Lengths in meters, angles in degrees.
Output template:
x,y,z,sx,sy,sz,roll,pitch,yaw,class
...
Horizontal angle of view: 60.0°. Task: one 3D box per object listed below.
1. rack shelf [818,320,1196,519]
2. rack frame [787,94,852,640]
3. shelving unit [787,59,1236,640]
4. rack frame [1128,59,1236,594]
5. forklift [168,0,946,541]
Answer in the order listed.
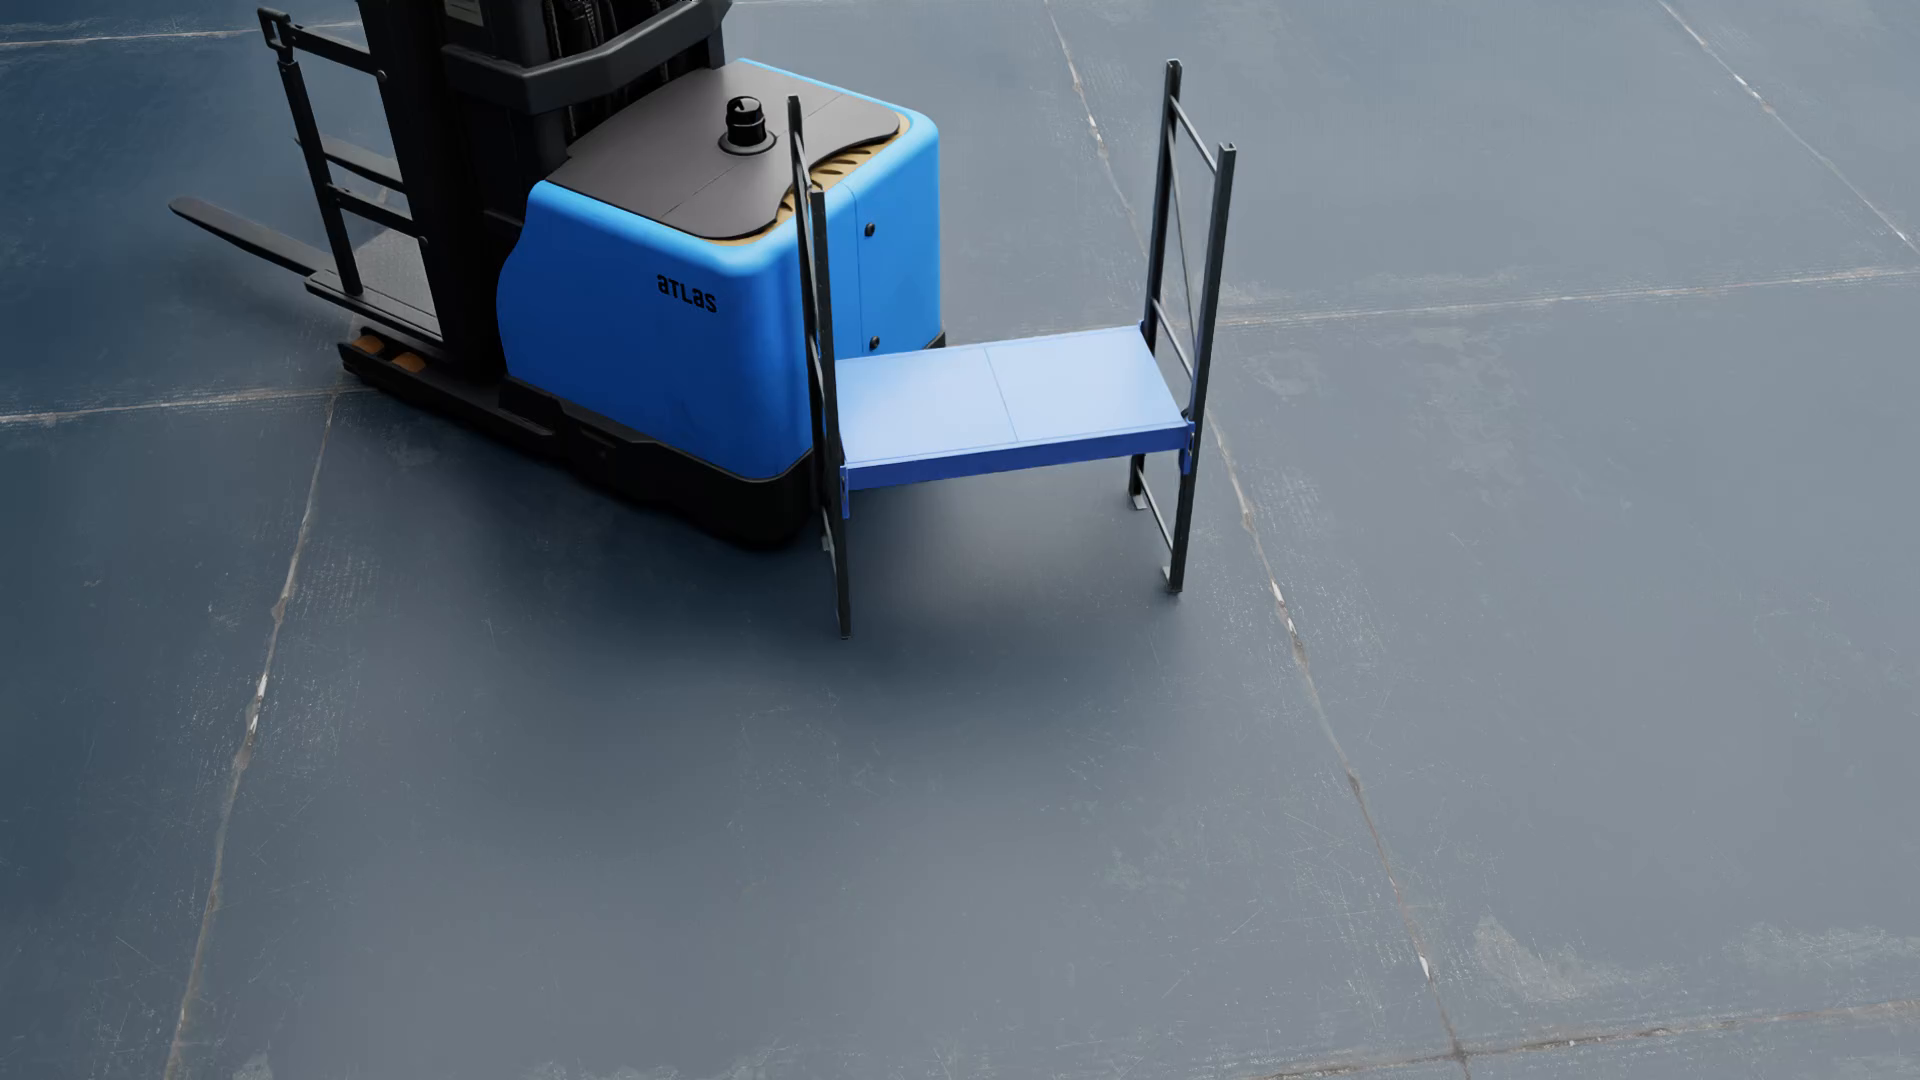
x,y,z,sx,sy,sz,roll,pitch,yaw,class
0.115,-0.360,4.798,1.000,0.185,0.538,-8,43,-8,rack shelf
-0.383,-0.427,4.604,0.032,1.500,0.500,-8,43,-8,rack frame
0.115,-0.494,4.677,1.048,1.500,0.538,-8,43,-8,shelving unit
0.614,-0.560,4.751,0.032,1.500,0.500,-8,43,-8,rack frame
-1.567,-1.845,5.107,3.031,2.935,1.130,23,47,24,forklift
